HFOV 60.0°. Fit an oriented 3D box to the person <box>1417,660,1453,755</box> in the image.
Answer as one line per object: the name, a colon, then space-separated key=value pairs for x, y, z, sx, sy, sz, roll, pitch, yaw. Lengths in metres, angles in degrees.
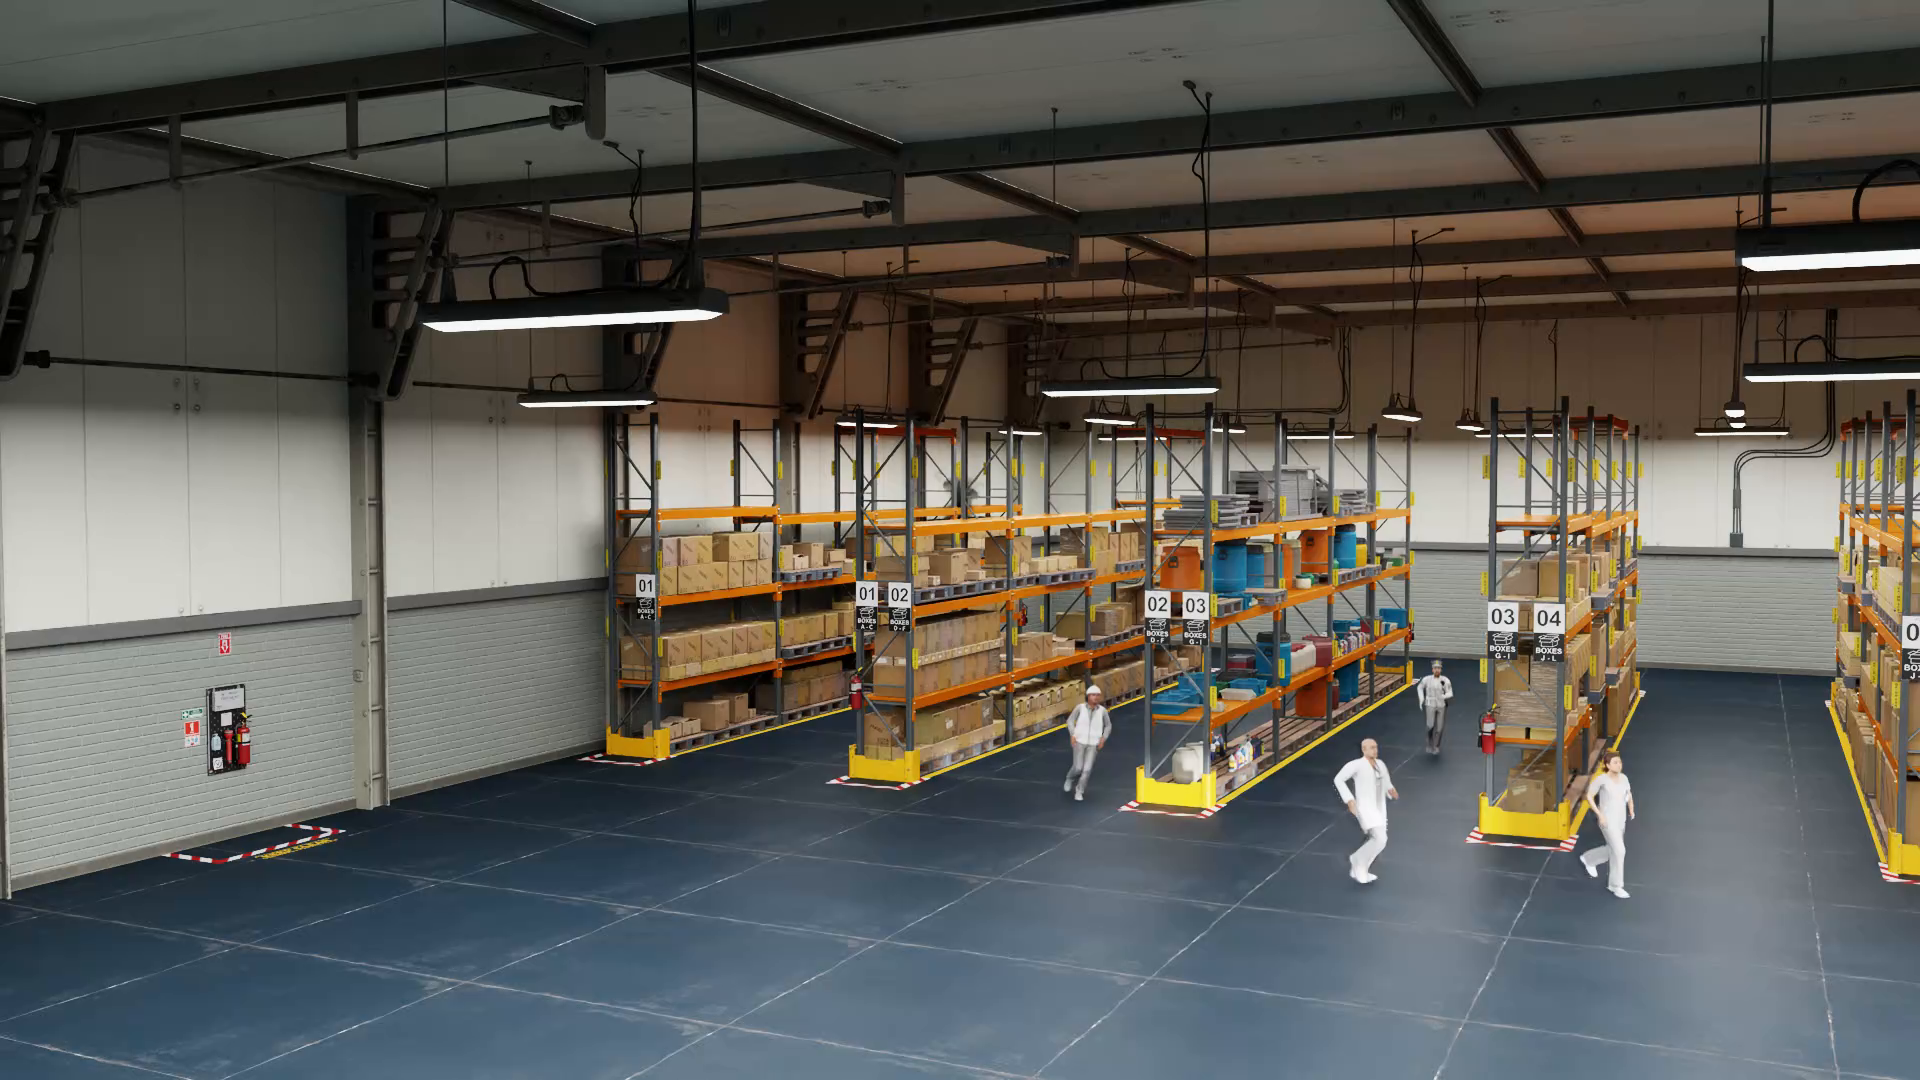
person: x=8.314 y=2.929 z=29.085 sx=0.586 sy=1.666 sz=0.641 roll=1 pitch=2 yaw=12

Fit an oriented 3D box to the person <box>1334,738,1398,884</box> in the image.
person: x=4.964 y=3.313 z=20.037 sx=0.674 sy=1.655 sz=0.695 roll=-2 pitch=3 yaw=-36

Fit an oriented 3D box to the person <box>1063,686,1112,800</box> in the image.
person: x=1.960 y=3.076 z=25.381 sx=0.722 sy=1.719 sz=0.560 roll=0 pitch=2 yaw=-3

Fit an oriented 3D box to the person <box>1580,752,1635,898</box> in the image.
person: x=7.695 y=3.345 z=19.797 sx=0.569 sy=1.685 sz=0.795 roll=-1 pitch=3 yaw=-21
